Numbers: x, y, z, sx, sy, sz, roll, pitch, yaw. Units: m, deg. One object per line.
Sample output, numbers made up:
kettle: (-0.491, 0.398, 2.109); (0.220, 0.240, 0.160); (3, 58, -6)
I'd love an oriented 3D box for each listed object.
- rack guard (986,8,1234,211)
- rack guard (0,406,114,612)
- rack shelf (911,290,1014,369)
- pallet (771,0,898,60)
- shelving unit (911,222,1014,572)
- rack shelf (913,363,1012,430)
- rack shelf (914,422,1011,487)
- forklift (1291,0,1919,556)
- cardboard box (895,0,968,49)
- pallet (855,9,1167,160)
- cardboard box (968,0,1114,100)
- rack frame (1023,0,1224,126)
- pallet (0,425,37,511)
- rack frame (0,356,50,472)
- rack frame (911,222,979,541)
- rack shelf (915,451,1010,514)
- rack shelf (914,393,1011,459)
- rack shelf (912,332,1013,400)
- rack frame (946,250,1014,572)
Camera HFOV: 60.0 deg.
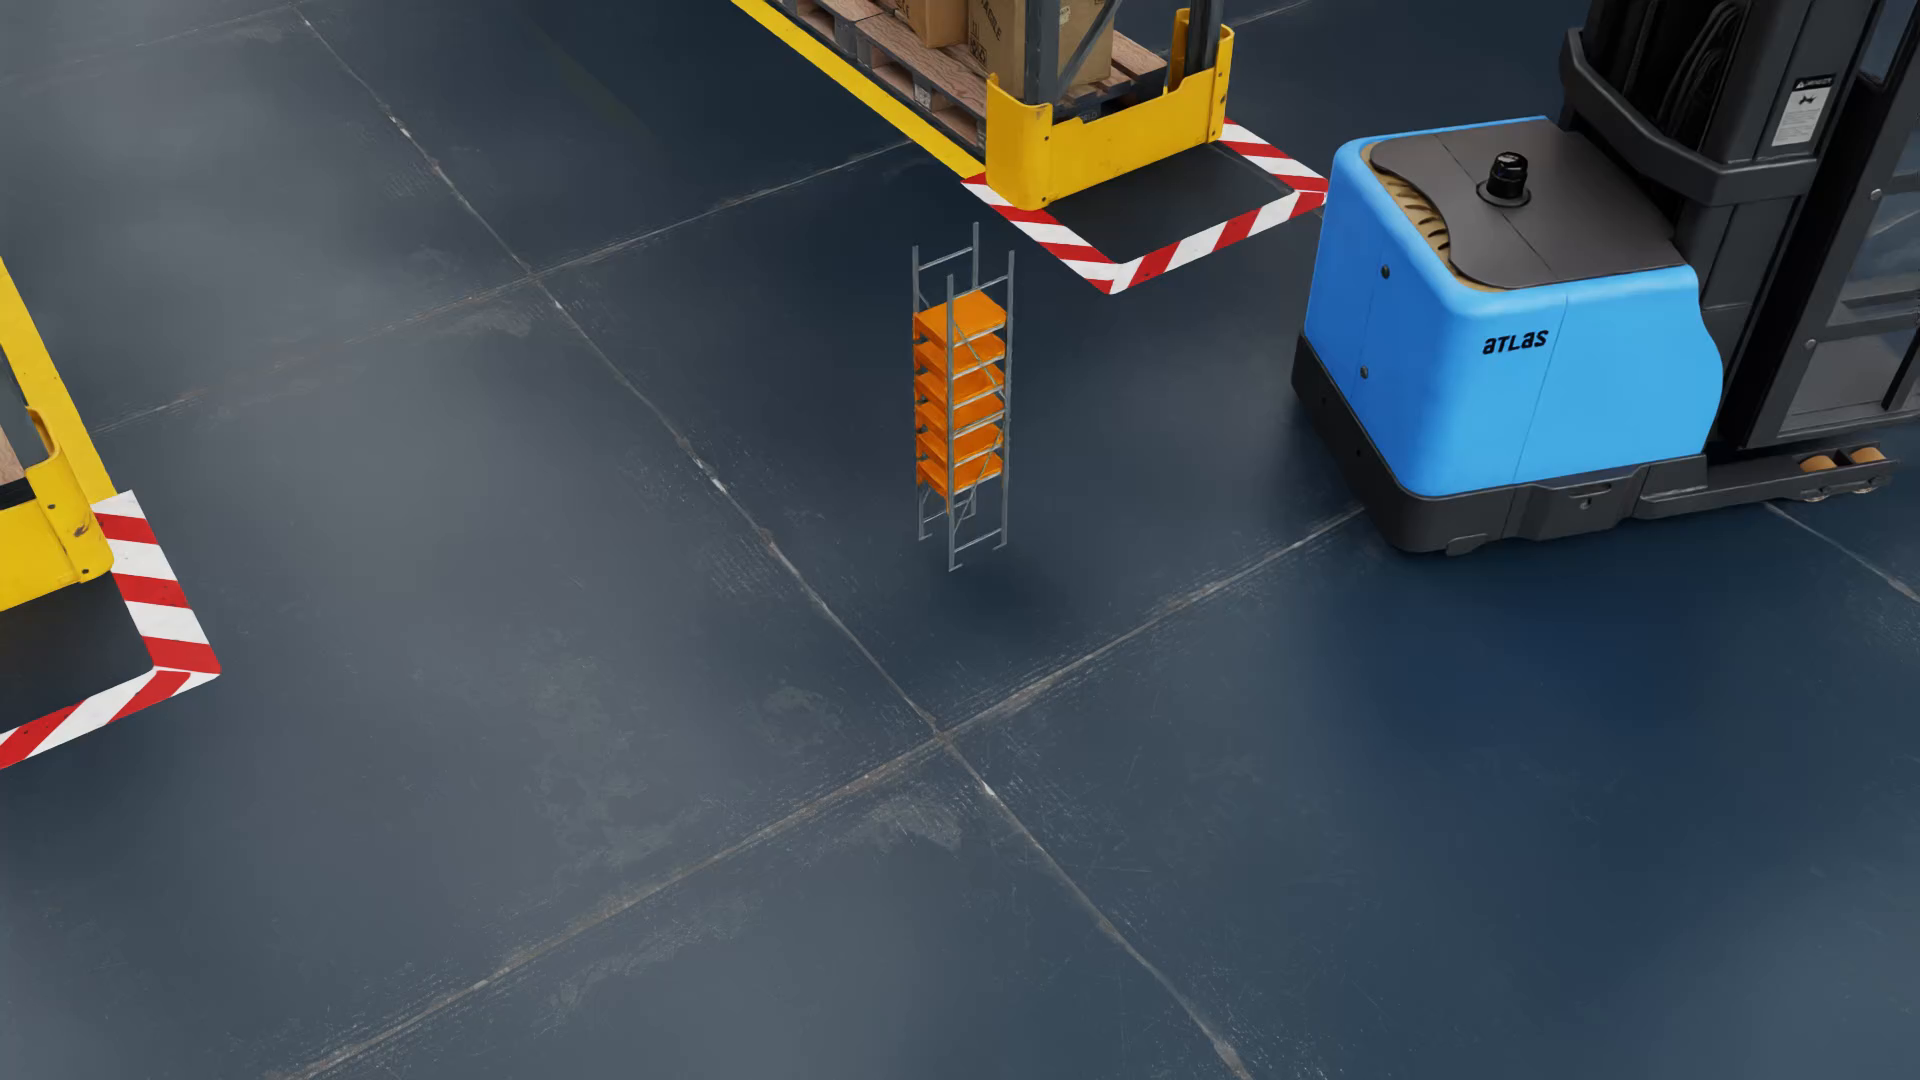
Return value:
rack guard: (0.666, -1.926, 7.406); (1.175, 0.500, 0.348); (-26, 49, -24)
rack guard: (-3.435, 0.049, 5.337); (1.175, 0.500, 0.348); (-26, 49, -24)
rack shelf: (0.008, -0.654, 5.109); (0.258, 0.103, 0.180); (-26, 49, -24)
pallet: (-0.464, -2.986, 8.725); (1.003, 0.211, 1.213); (-26, 49, -24)
shelving unit: (0.008, -0.426, 5.327); (0.258, 1.200, 0.189); (-26, 49, -24)
rack shelf: (0.008, -0.480, 5.275); (0.258, 0.103, 0.180); (-26, 49, -24)
rack shelf: (0.008, -0.307, 5.441); (0.258, 0.103, 0.180); (-26, 49, -24)
forklift: (2.820, -1.542, 5.243); (3.031, 2.935, 1.130); (-9, 44, -10)
cardboard box: (-0.004, -2.720, 7.933); (0.500, 0.500, 0.500); (-14, 45, -14)
pallet: (0.230, -2.296, 8.002); (1.003, 0.211, 1.213); (-26, 49, -24)
cardboard box: (0.366, -2.395, 7.593); (0.500, 0.500, 0.500); (-17, 46, -17)
rack frame: (0.709, -2.787, 6.497); (1.000, 3.000, 0.127); (-26, 49, -24)
pallet: (-3.896, -0.309, 5.920); (1.003, 0.211, 1.213); (-26, 49, -24)
rack frame: (-3.353, -0.831, 4.448); (1.000, 3.000, 0.127); (-26, 49, -24)
rack frame: (-0.044, -0.478, 5.381); (0.240, 1.200, 0.006); (-26, 49, -24)
rack shelf: (0.008, -0.220, 5.524); (0.258, 0.103, 0.180); (-26, 49, -24)
rack shelf: (0.008, -0.394, 5.358); (0.258, 0.103, 0.180); (-26, 49, -24)
rack shelf: (0.008, -0.567, 5.192); (0.258, 0.103, 0.180); (-26, 49, -24)
rack frame: (0.061, -0.374, 5.273); (0.240, 1.200, 0.006); (-26, 49, -24)
